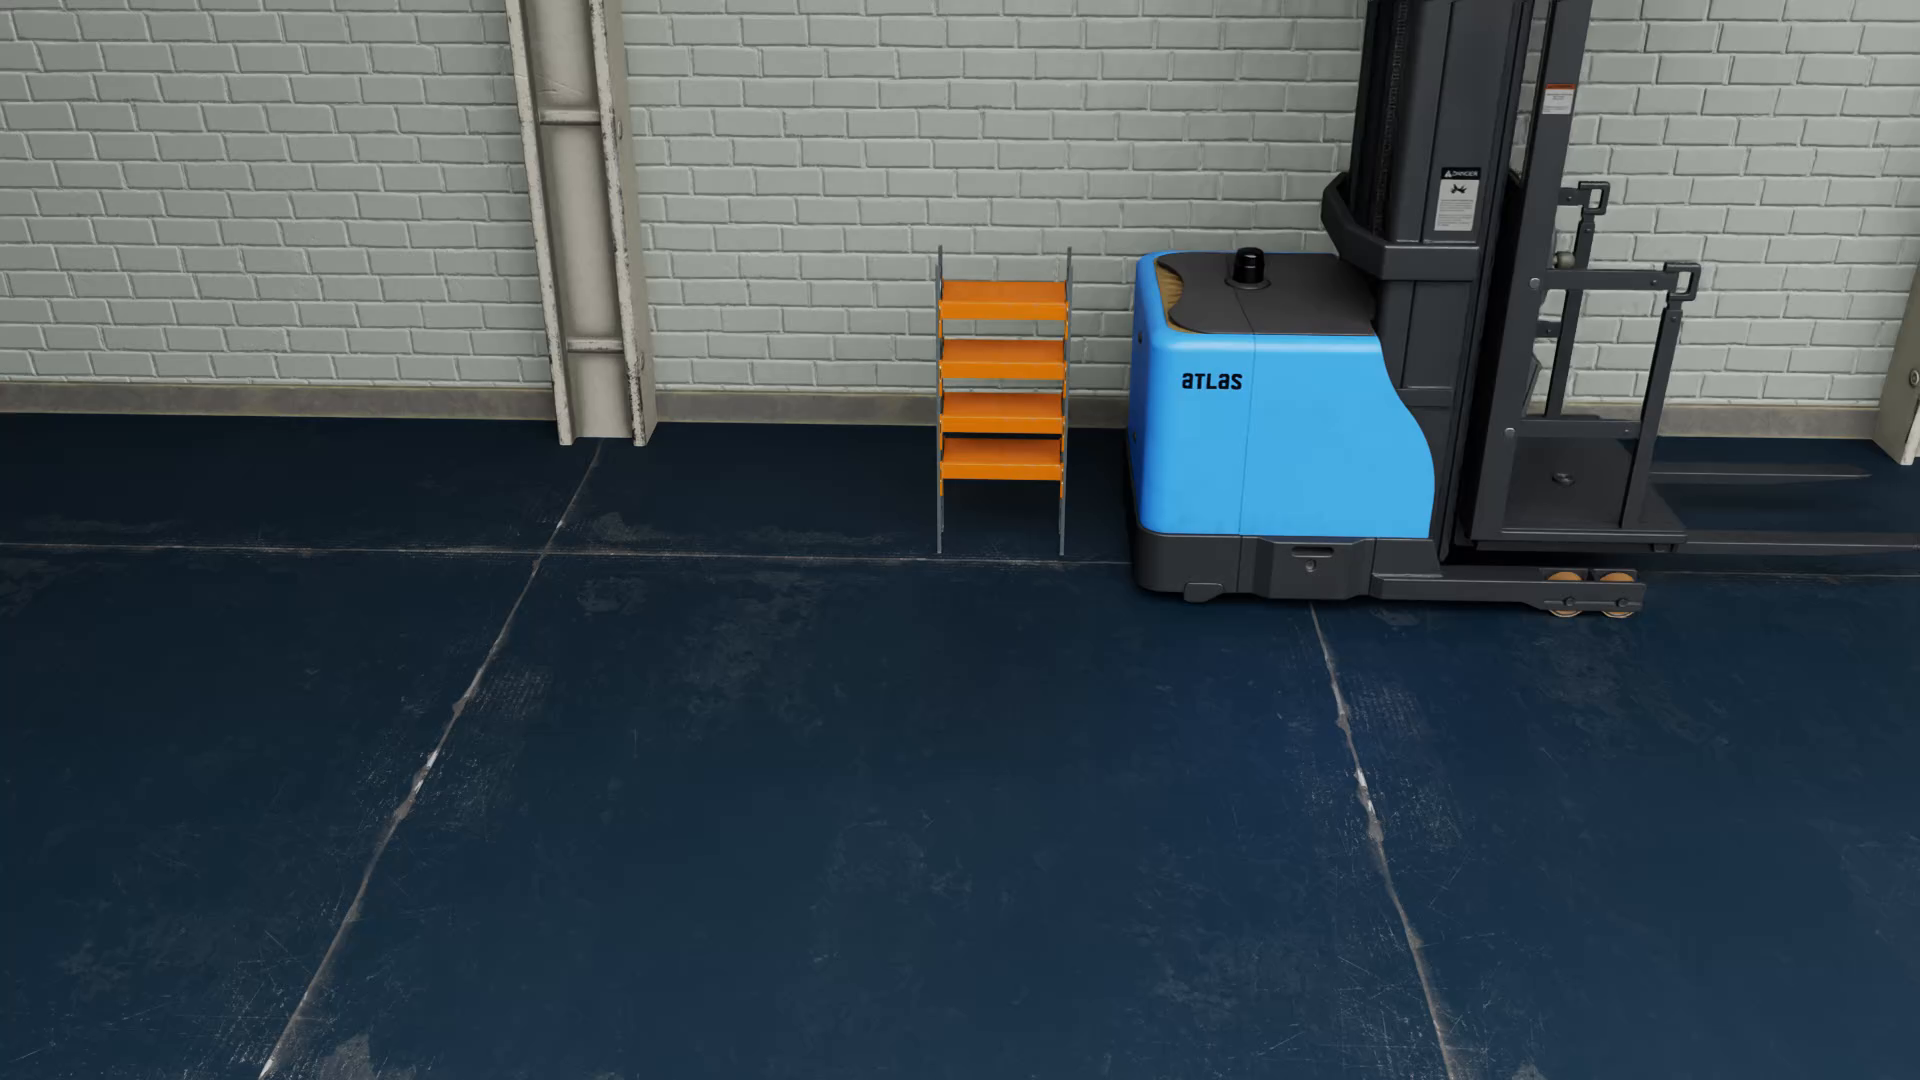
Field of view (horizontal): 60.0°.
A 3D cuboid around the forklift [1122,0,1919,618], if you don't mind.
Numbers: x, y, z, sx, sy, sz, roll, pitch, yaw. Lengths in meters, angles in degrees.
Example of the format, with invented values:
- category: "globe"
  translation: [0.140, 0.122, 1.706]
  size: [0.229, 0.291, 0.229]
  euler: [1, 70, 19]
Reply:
- category: "forklift"
  translation: [2.188, -1.258, 5.995]
  size: [3.031, 2.935, 1.130]
  euler: [1, 28, 2]

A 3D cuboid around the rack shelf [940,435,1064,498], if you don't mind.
- category: "rack shelf"
  translation: [0.165, -0.292, 6.588]
  size: [0.480, 0.148, 0.258]
  euler: [1, 28, 2]

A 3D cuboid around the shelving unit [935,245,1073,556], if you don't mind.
- category: "shelving unit"
  translation: [0.165, -0.527, 6.464]
  size: [0.503, 1.200, 0.258]
  euler: [1, 28, 2]

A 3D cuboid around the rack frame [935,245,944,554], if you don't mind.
- category: "rack frame"
  translation: [-0.078, -0.531, 6.471]
  size: [0.015, 1.200, 0.240]
  euler: [1, 28, 2]

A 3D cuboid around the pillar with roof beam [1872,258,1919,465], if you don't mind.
- category: "pillar with roof beam"
  translation: [4.223, -2.364, 1.601]
  size: [0.400, 9.000, 9.100]
  euler: [1, 28, 2]

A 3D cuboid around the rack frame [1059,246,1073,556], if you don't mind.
- category: "rack frame"
  translation: [0.409, -0.523, 6.456]
  size: [0.015, 1.200, 0.240]
  euler: [1, 28, 2]

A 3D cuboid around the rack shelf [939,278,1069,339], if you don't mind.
- category: "rack shelf"
  translation: [0.165, -0.875, 6.280]
  size: [0.480, 0.148, 0.258]
  euler: [1, 28, 2]

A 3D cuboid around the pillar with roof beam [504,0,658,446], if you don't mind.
- category: "pillar with roof beam"
  translation: [-1.773, -2.463, 1.789]
  size: [0.400, 9.000, 9.100]
  euler: [1, 28, 2]

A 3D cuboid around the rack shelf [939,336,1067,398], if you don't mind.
- category: "rack shelf"
  translation: [0.165, -0.666, 6.391]
  size: [0.480, 0.148, 0.258]
  euler: [1, 28, 2]

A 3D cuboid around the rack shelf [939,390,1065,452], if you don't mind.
- category: "rack shelf"
  translation: [0.165, -0.468, 6.495]
  size: [0.480, 0.148, 0.258]
  euler: [1, 28, 2]
